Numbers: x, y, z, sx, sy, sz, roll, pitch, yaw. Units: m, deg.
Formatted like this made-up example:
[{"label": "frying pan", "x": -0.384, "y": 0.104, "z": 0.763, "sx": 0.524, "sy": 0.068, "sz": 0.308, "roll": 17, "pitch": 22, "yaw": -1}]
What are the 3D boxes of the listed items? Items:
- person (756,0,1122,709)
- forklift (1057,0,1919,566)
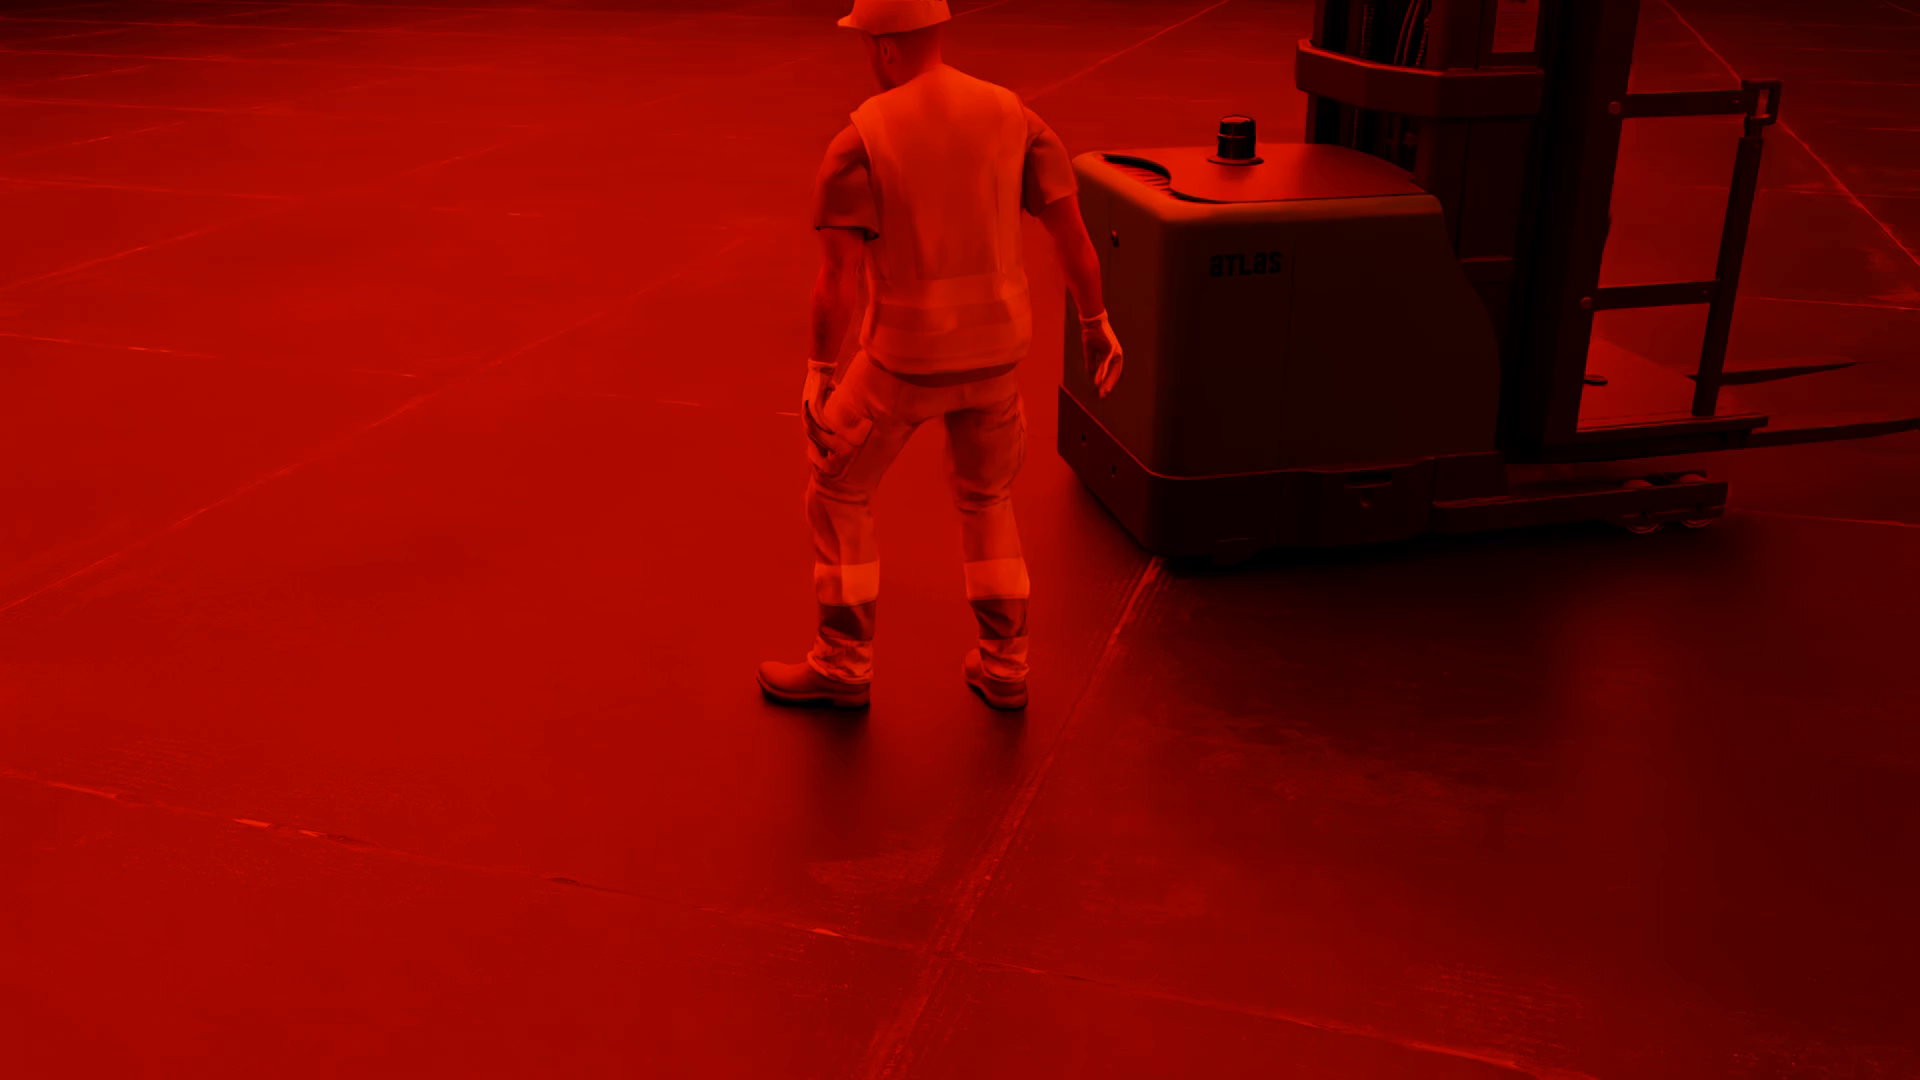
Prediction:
[{"label": "person", "x": -0.066, "y": -0.441, "z": 3.926, "sx": 0.879, "sy": 1.749, "sz": 0.454, "roll": -8, "pitch": 24, "yaw": -19}, {"label": "forklift", "x": 1.905, "y": -1.564, "z": 5.069, "sx": 3.031, "sy": 2.935, "sz": 1.130, "roll": -5, "pitch": 23, "yaw": -13}]
